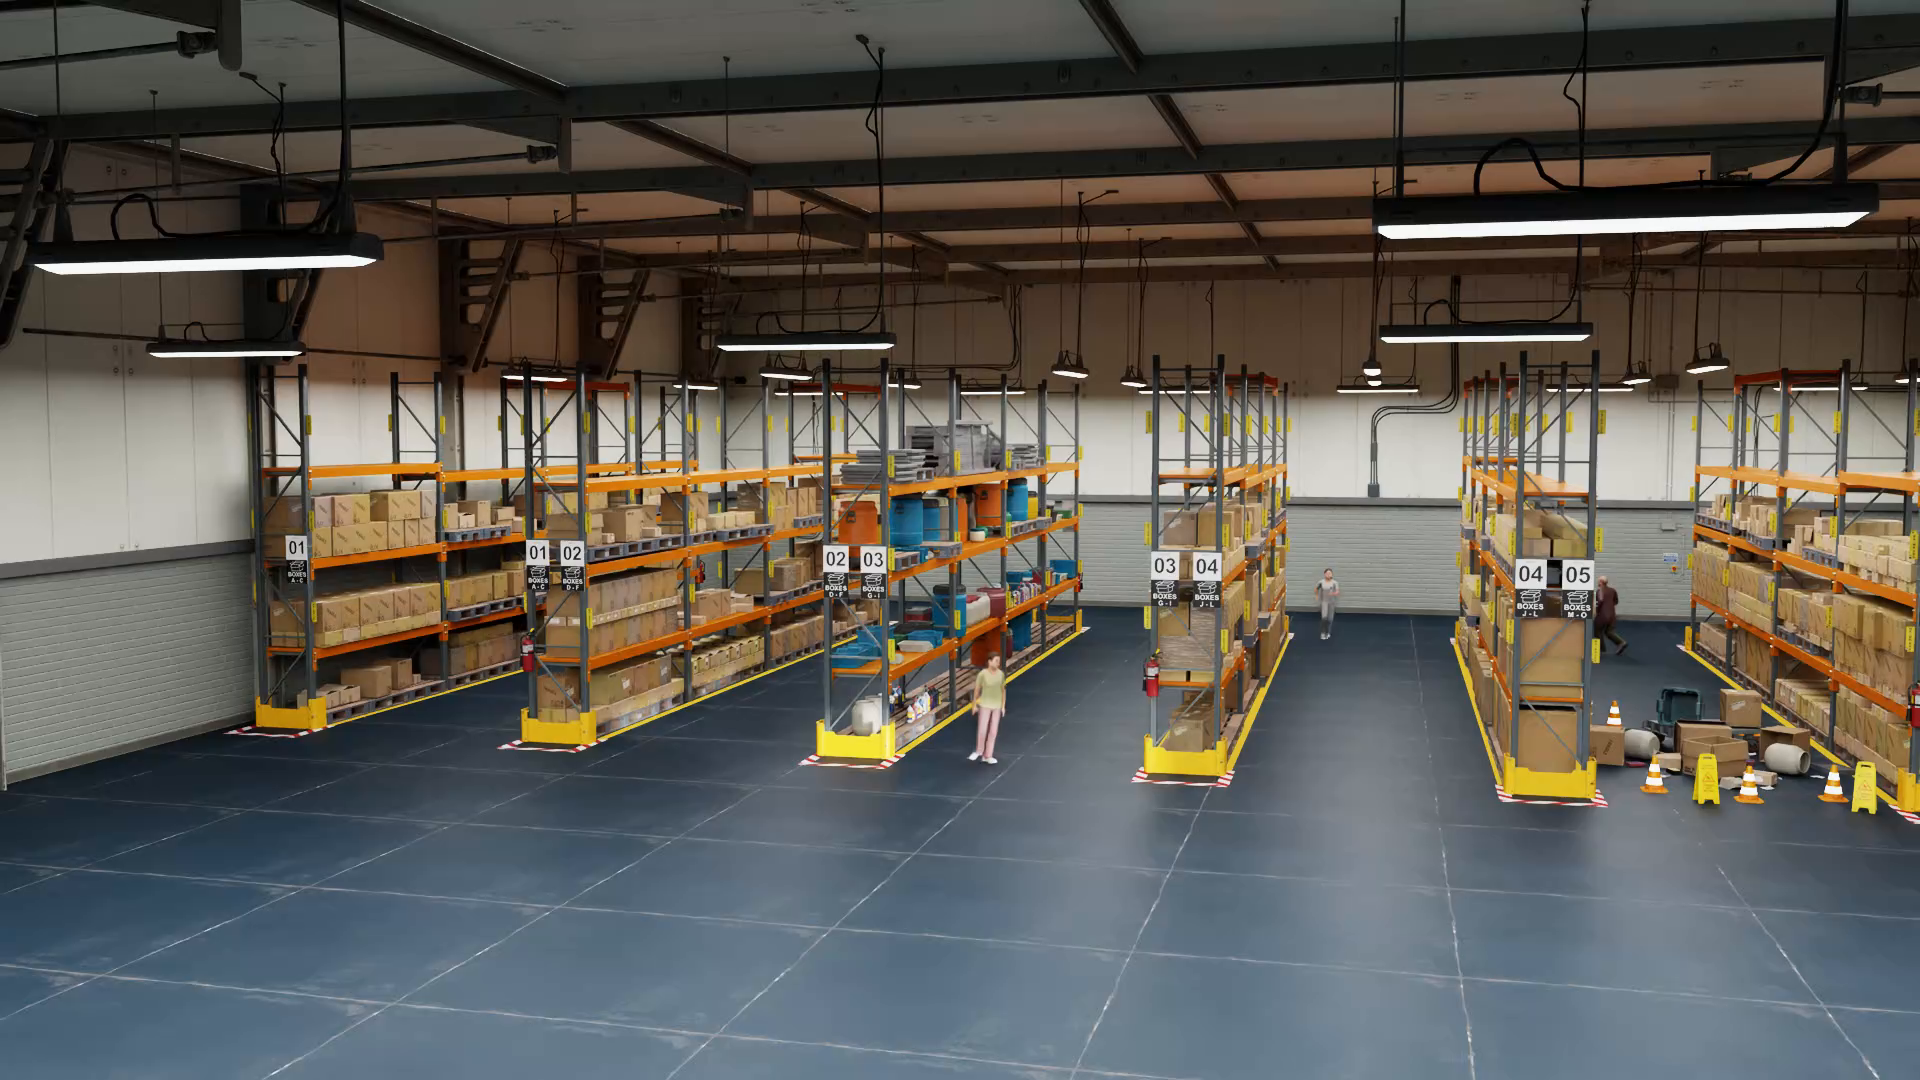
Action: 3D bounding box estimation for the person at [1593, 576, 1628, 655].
[{"bbox_3d":[14.091,1.657,36.046,0.707,1.733,0.864,-2,4,-26],"label":"person"}]

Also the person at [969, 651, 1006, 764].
[{"bbox_3d":[0.406,2.470,24.532,0.551,1.663,0.414,-2,4,-22],"label":"person"}]

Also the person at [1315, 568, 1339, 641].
[{"bbox_3d":[8.539,1.503,38.661,0.531,1.688,0.703,0,4,4],"label":"person"}]
